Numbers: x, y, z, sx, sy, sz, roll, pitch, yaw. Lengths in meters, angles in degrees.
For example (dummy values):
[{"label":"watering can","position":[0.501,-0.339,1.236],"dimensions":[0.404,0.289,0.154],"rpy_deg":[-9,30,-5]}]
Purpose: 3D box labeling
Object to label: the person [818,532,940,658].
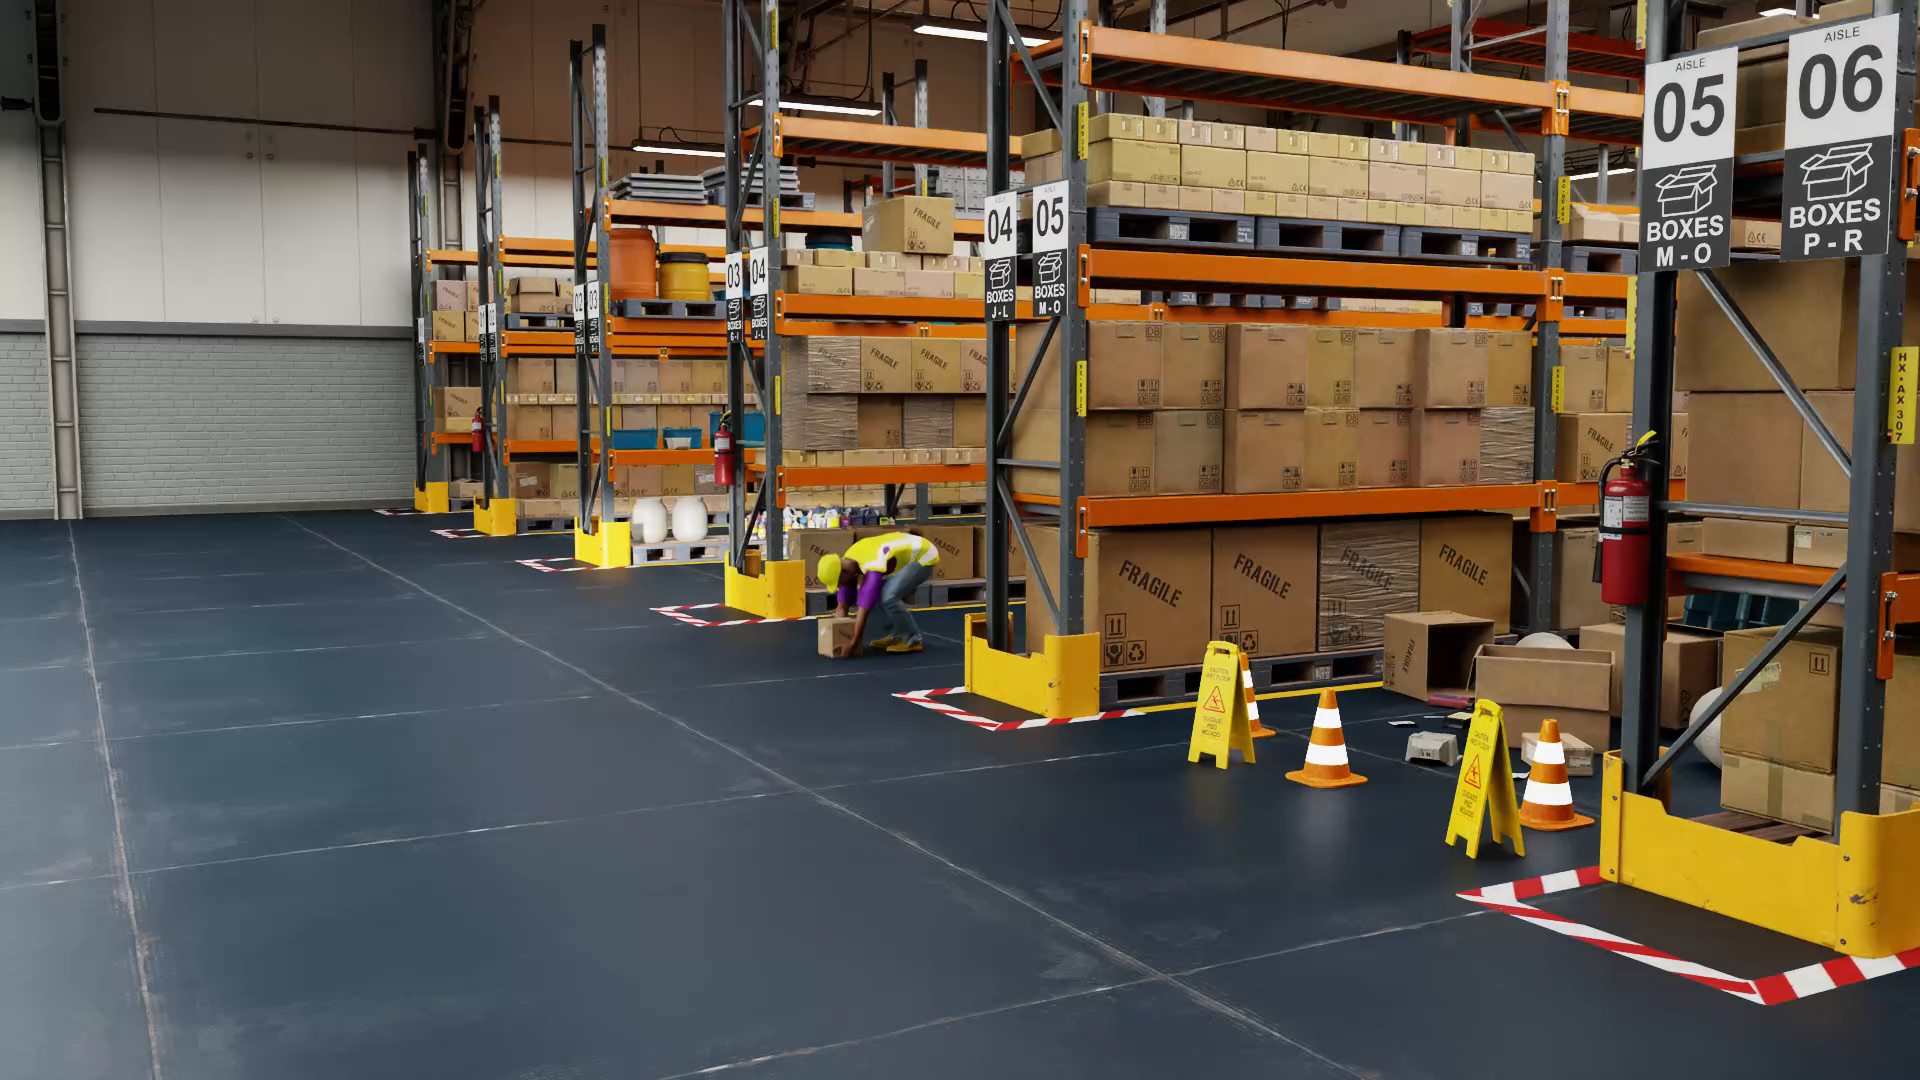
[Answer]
[{"label":"person","position":[-0.624,0.404,12.532],"dimensions":[0.977,0.907,0.508],"rpy_deg":[-3,6,-31]}]
